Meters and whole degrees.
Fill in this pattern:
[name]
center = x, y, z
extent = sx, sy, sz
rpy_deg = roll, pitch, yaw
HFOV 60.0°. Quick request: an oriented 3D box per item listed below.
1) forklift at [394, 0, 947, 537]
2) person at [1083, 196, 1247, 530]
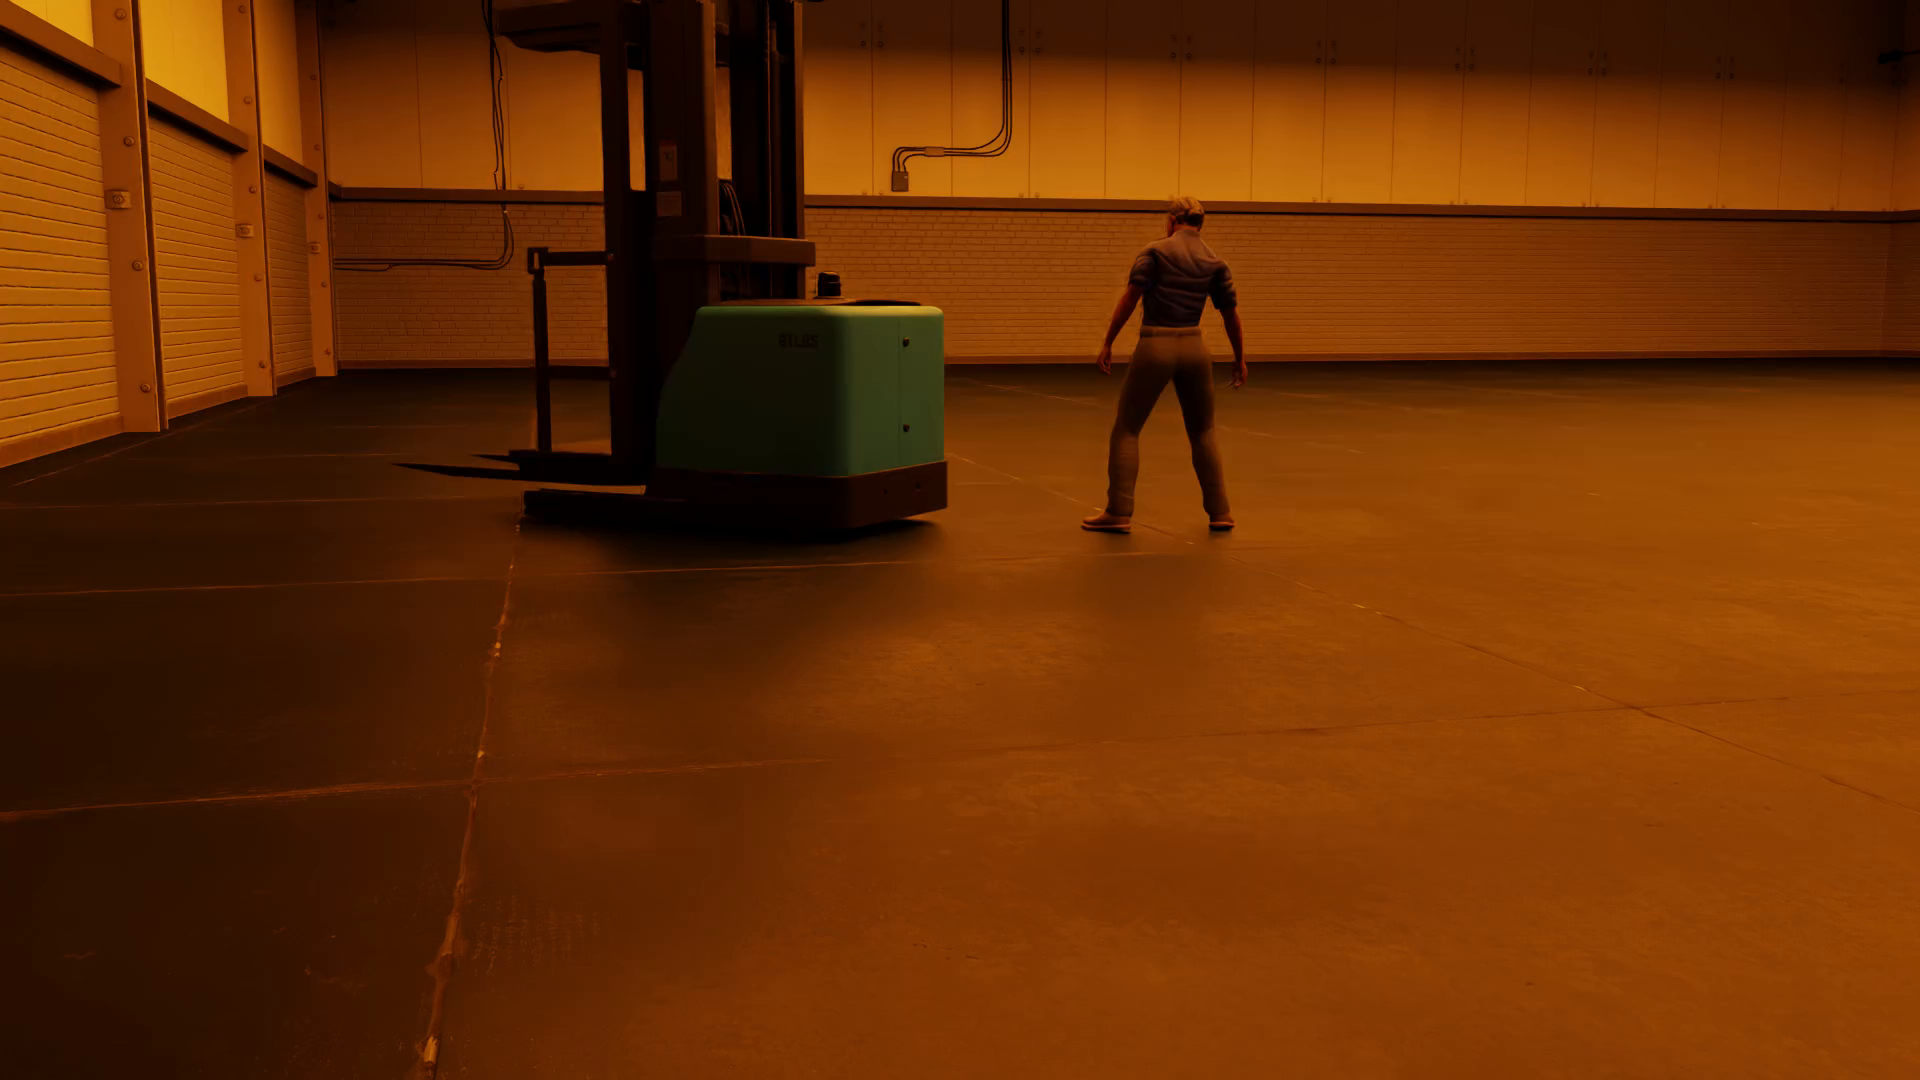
[forklift]
center = -1.604, -1.586, 8.464
extent = 3.031, 2.935, 1.130
rpy_deg = 4, 9, 29
[person]
center = 1.020, -0.849, 8.037
extent = 0.838, 1.609, 0.345
rpy_deg = -1, 8, -10
